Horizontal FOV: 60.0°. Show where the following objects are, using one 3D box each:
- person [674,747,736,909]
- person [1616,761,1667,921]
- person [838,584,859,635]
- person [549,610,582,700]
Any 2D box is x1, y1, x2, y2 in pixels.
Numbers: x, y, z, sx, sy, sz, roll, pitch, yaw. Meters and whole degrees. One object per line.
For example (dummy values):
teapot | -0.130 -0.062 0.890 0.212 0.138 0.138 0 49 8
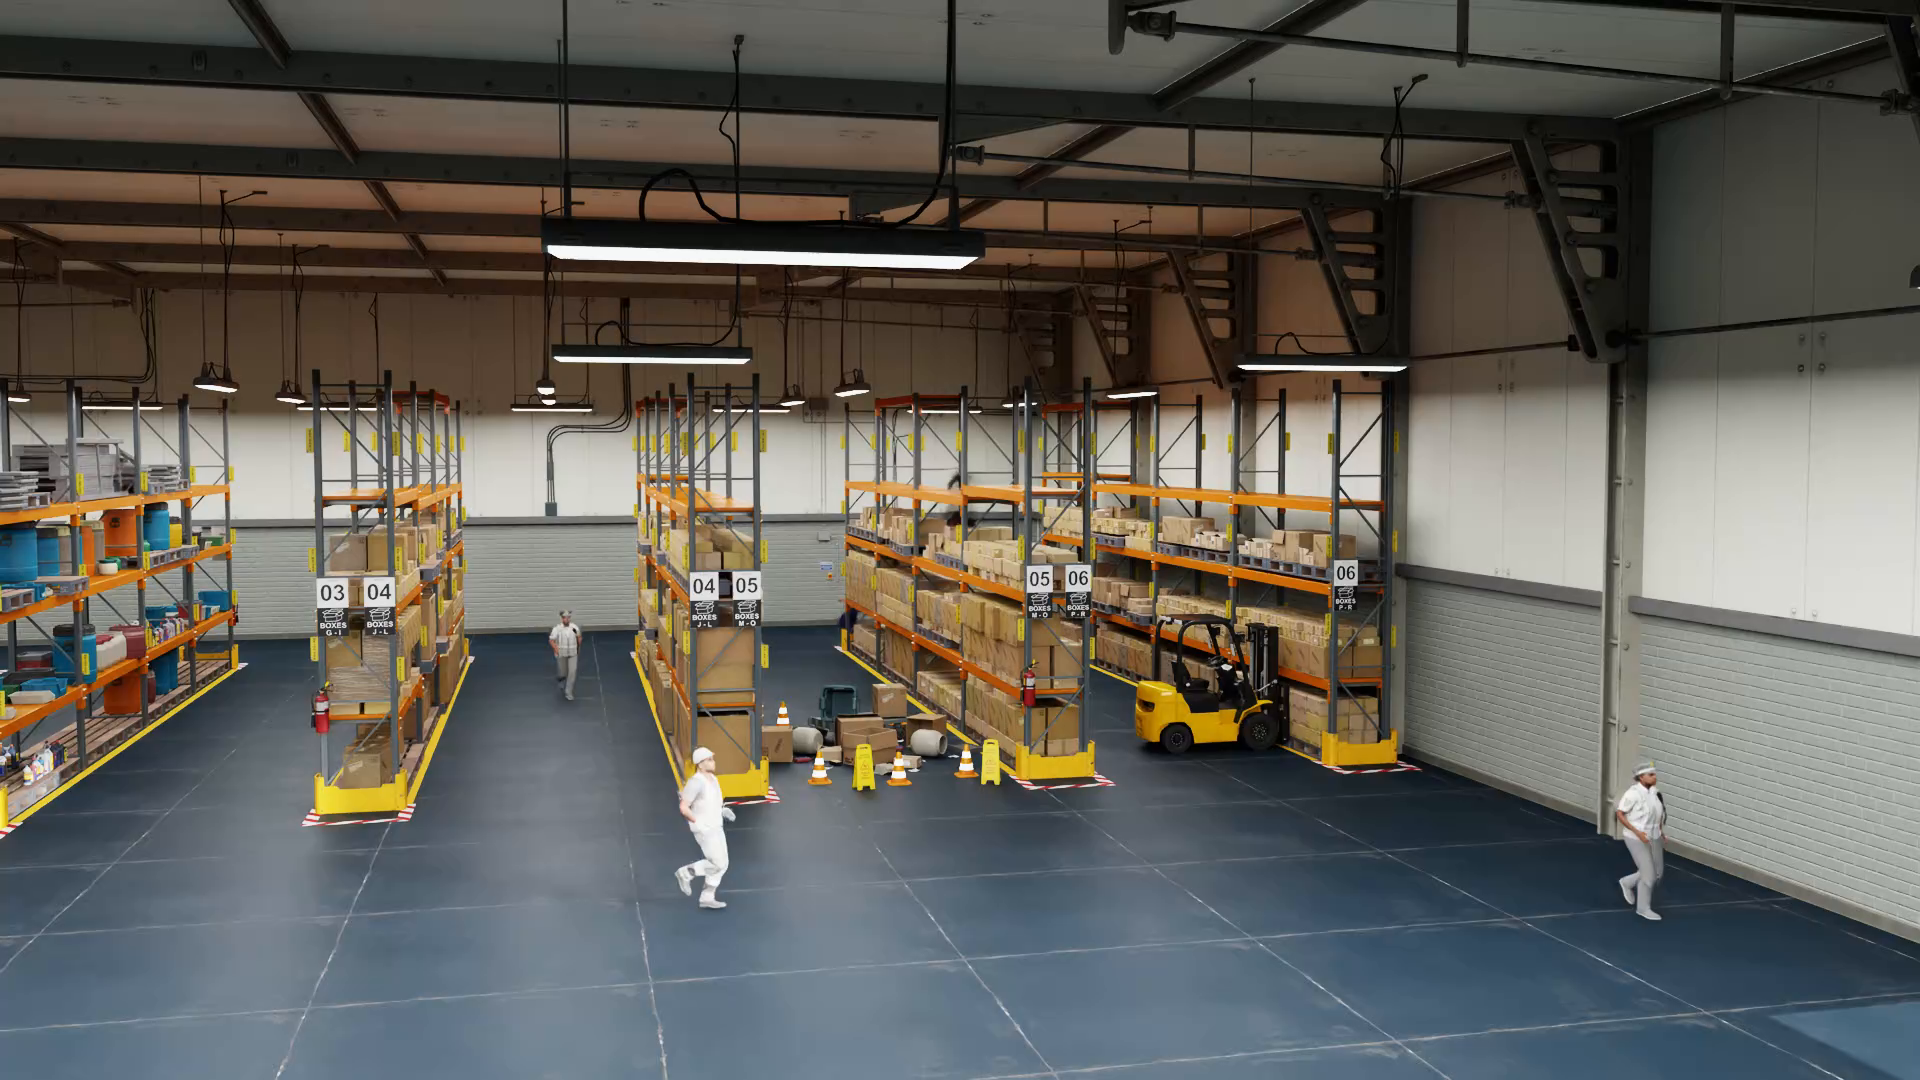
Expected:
person | -2.740 3.099 17.919 0.575 1.737 0.655 1 3 16
person | 7.197 3.152 17.649 0.599 1.668 0.587 -2 4 -29
person | -2.792 1.803 41.722 0.632 1.621 0.611 1 3 10
person | -7.753 2.245 32.781 0.663 1.746 0.752 -2 4 -25
